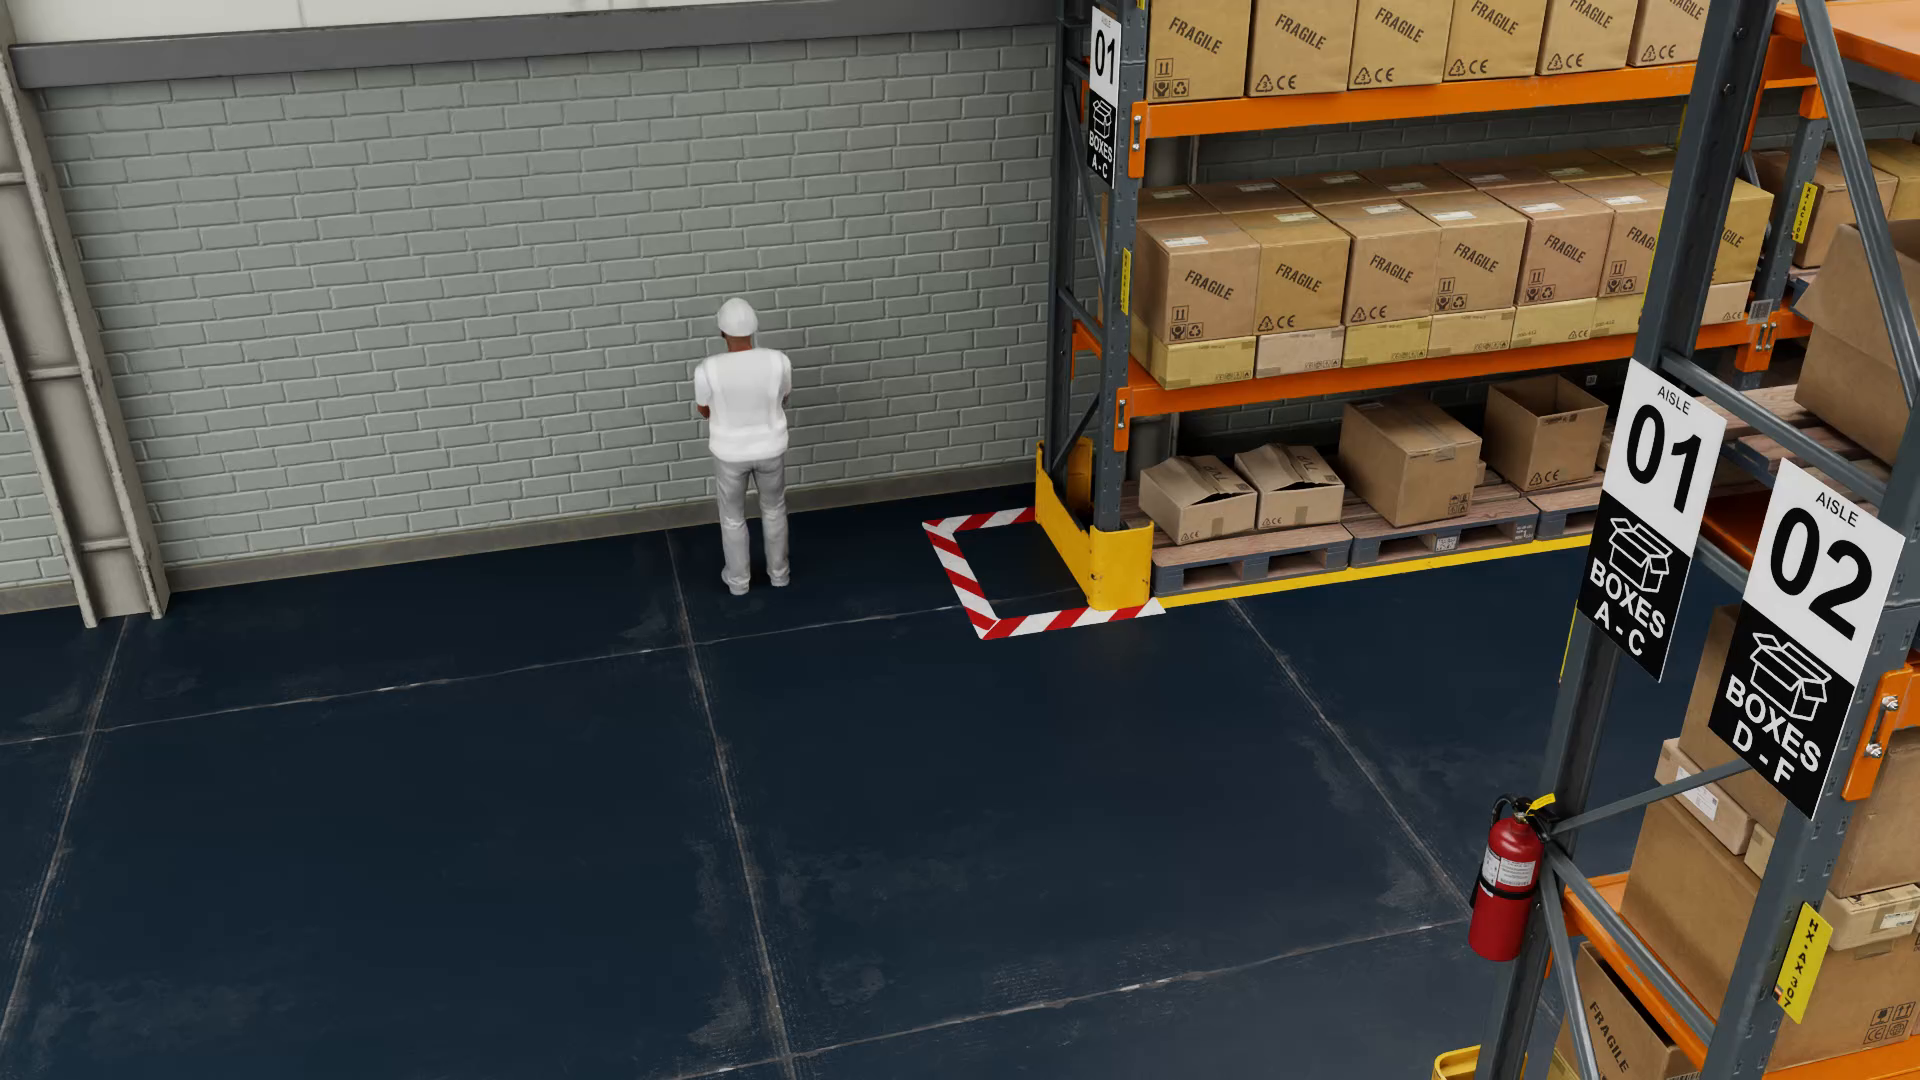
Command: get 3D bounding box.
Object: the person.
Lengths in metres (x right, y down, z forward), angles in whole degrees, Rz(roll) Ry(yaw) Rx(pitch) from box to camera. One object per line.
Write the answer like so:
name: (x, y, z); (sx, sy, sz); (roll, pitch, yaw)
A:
person: (-1.183, -0.549, 9.162); (0.528, 1.769, 0.567); (-8, 31, -13)
